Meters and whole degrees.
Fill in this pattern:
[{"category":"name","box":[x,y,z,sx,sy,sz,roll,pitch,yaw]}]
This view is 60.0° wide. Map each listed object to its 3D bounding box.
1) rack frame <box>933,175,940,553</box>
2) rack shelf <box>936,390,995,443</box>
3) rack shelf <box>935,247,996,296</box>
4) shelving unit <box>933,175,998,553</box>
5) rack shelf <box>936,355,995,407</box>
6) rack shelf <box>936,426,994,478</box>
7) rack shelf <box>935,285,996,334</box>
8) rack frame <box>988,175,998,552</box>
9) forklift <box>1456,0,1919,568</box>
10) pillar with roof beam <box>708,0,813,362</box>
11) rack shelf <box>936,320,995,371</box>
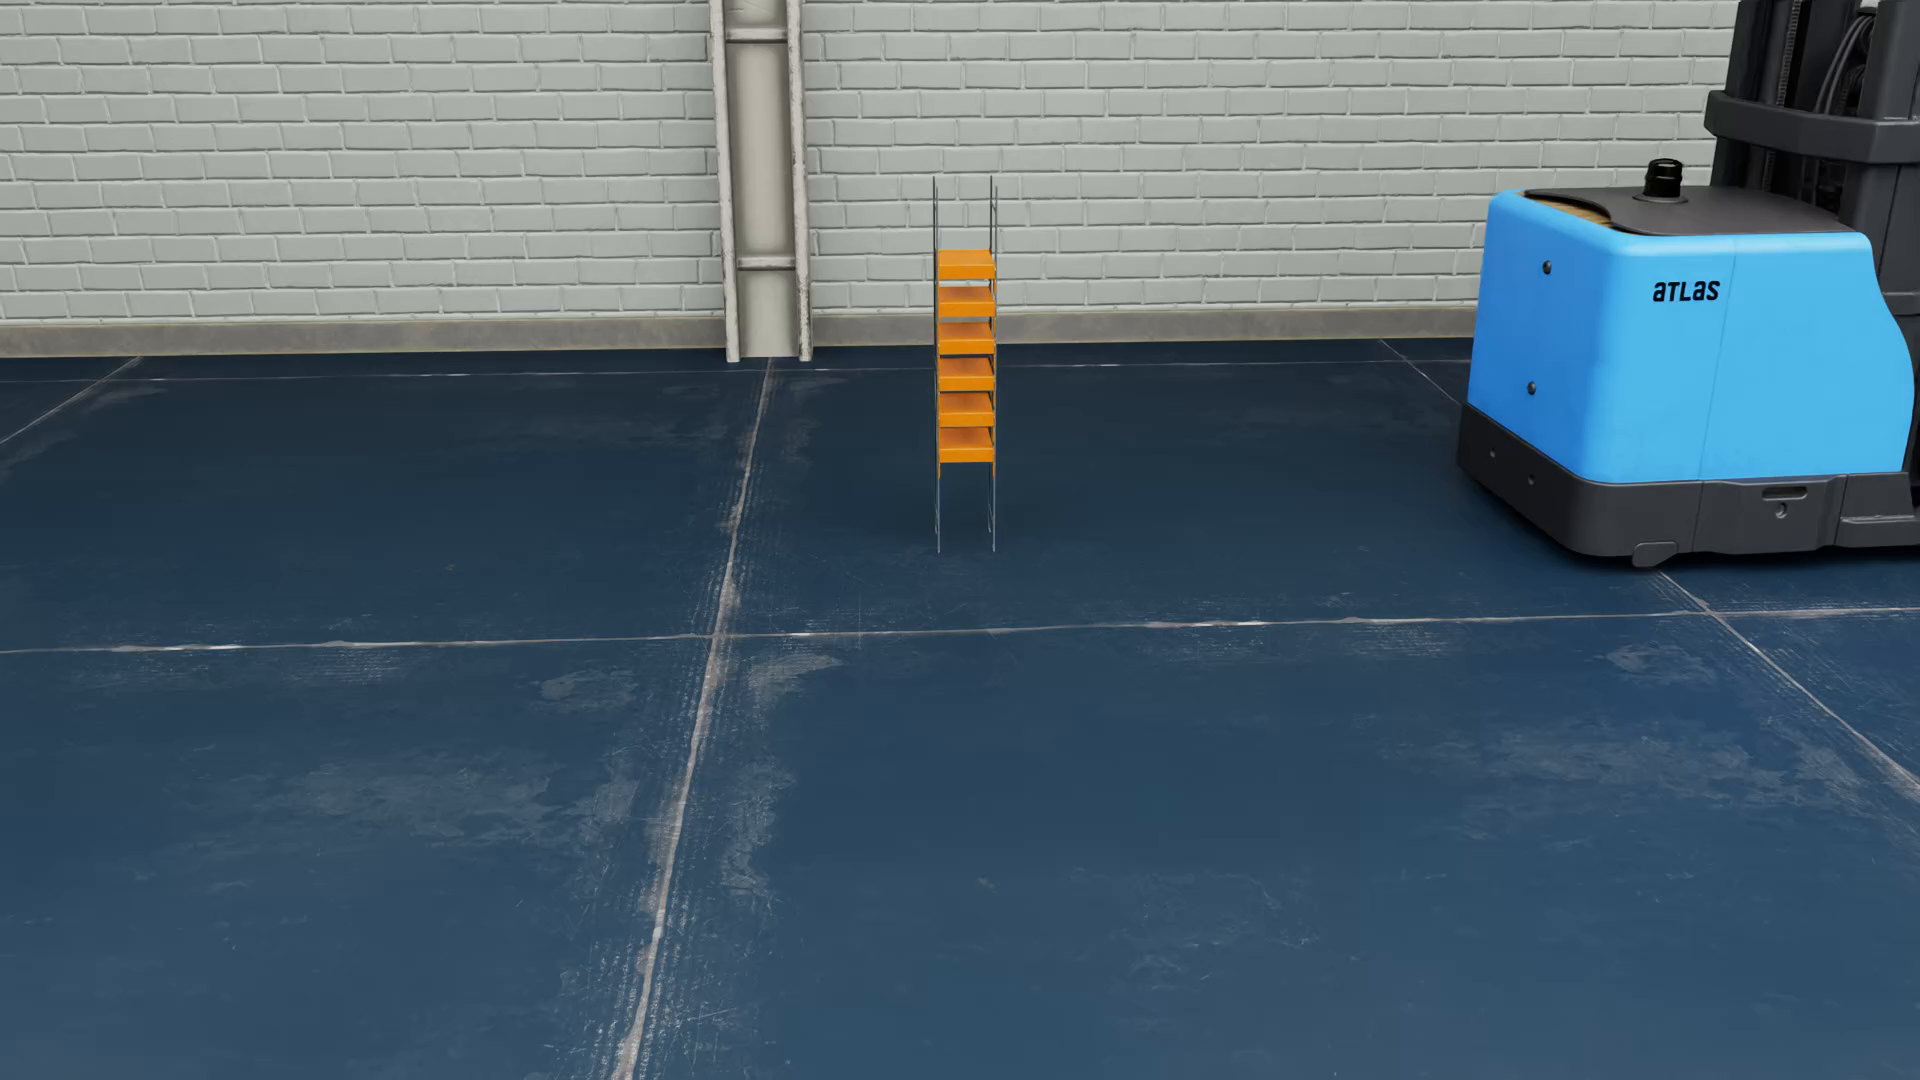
[{"category":"rack frame","box":[-0.077,-0.559,5.403,0.006,1.200,0.240,-1,21,-3]},{"category":"rack shelf","box":[0.014,-0.407,5.467,0.180,0.103,0.258,-1,21,-3]},{"category":"rack shelf","box":[0.014,-0.856,5.296,0.180,0.103,0.258,-1,21,-3]},{"category":"shelving unit","box":[0.014,-0.561,5.408,0.189,1.200,0.258,-1,21,-3]},{"category":"rack shelf","box":[0.014,-0.520,5.424,0.180,0.103,0.258,-1,21,-3]},{"category":"rack shelf","box":[0.014,-0.295,5.509,0.180,0.103,0.258,-1,21,-3]},{"category":"rack shelf","box":[0.014,-0.744,5.339,0.180,0.103,0.258,-1,21,-3]},{"category":"rack frame","box":[0.106,-0.563,5.413,0.006,1.200,0.240,-1,21,-3]},{"category":"forklift","box":[3.395,-1.498,5.437,3.031,2.935,1.130,-3,21,-7]},{"category":"pillar with roof beam","box":[-0.661,-3.571,2.354,0.400,9.000,9.100,-1,21,-3]},{"category":"rack shelf","box":[0.014,-0.632,5.381,0.180,0.103,0.258,-1,21,-3]}]
